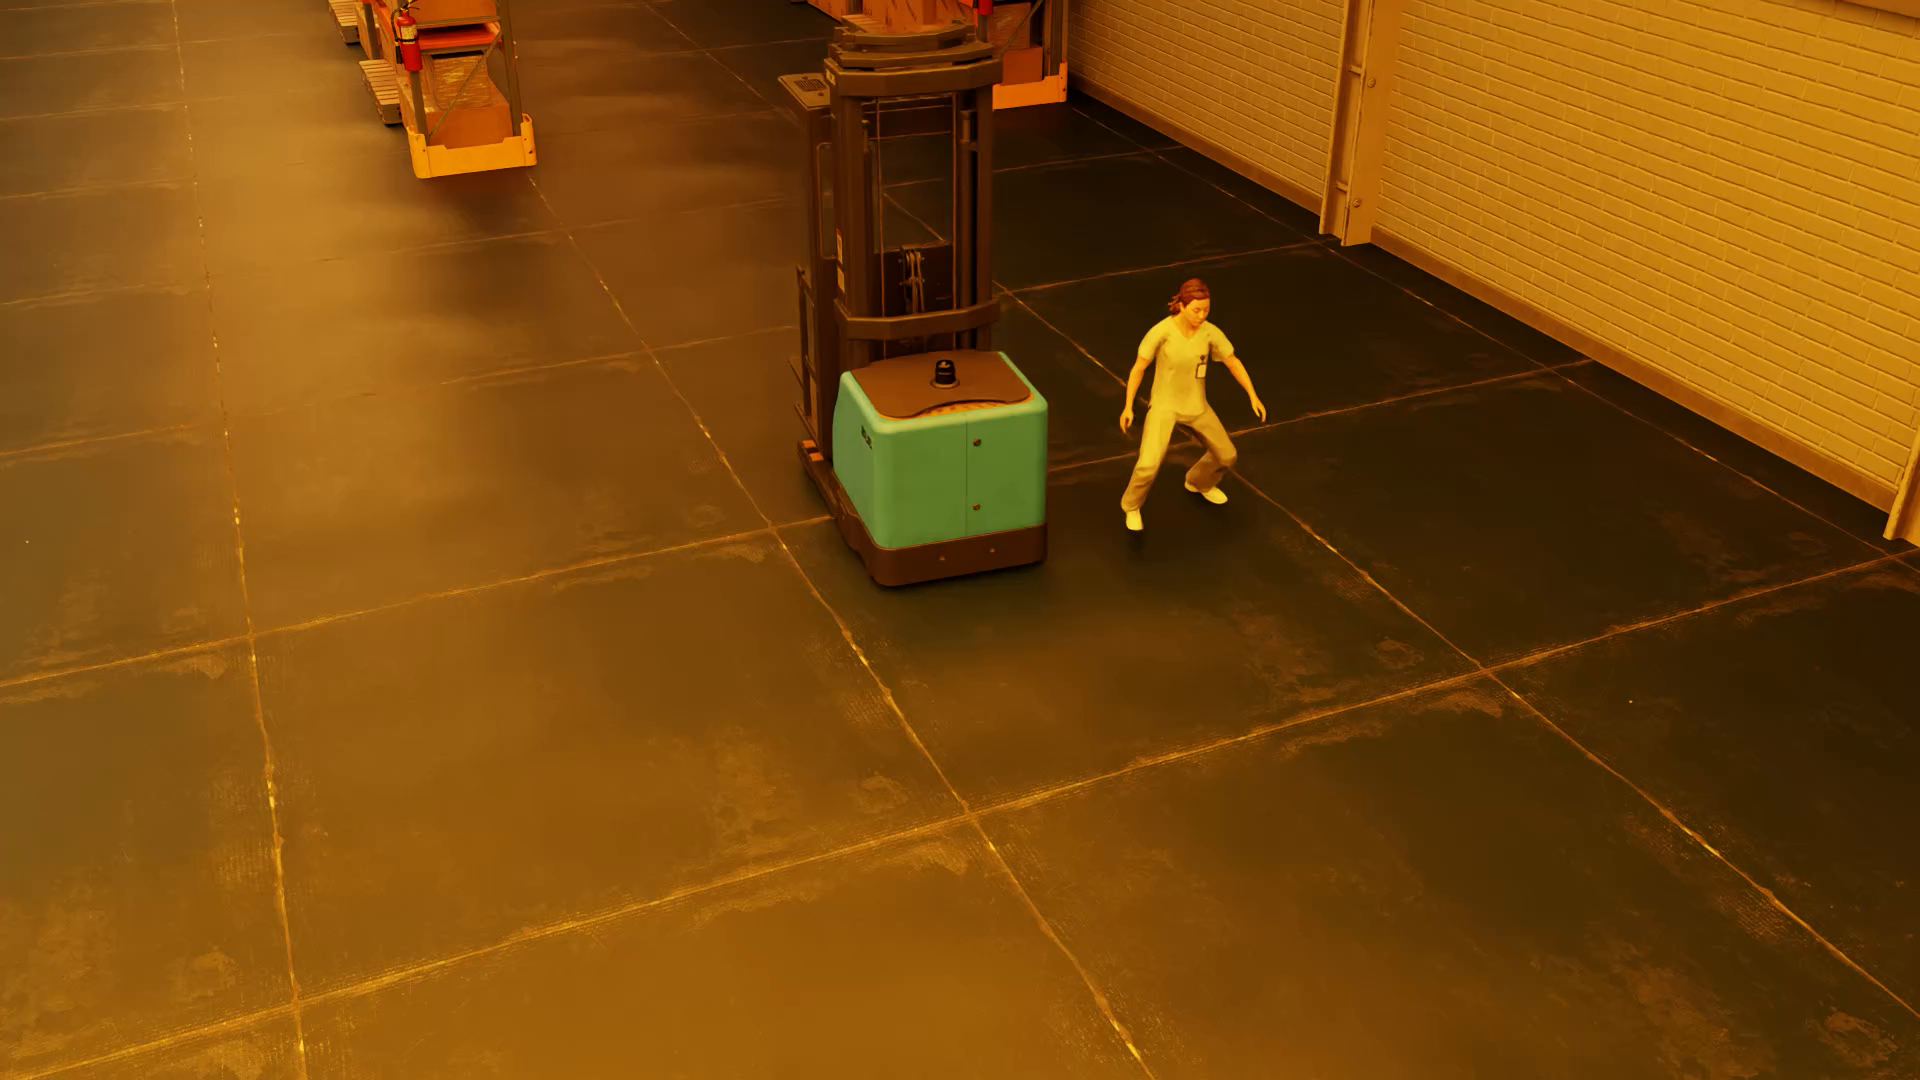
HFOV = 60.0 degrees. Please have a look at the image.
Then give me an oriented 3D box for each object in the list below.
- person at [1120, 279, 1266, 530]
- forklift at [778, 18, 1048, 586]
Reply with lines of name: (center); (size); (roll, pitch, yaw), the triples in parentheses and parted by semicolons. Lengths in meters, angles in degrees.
person: (1.354, -0.816, 9.917); (0.850, 1.531, 0.664); (-6, 30, -10)
forklift: (-0.432, -1.727, 10.141); (1.130, 2.935, 3.031); (-9, 31, -16)
